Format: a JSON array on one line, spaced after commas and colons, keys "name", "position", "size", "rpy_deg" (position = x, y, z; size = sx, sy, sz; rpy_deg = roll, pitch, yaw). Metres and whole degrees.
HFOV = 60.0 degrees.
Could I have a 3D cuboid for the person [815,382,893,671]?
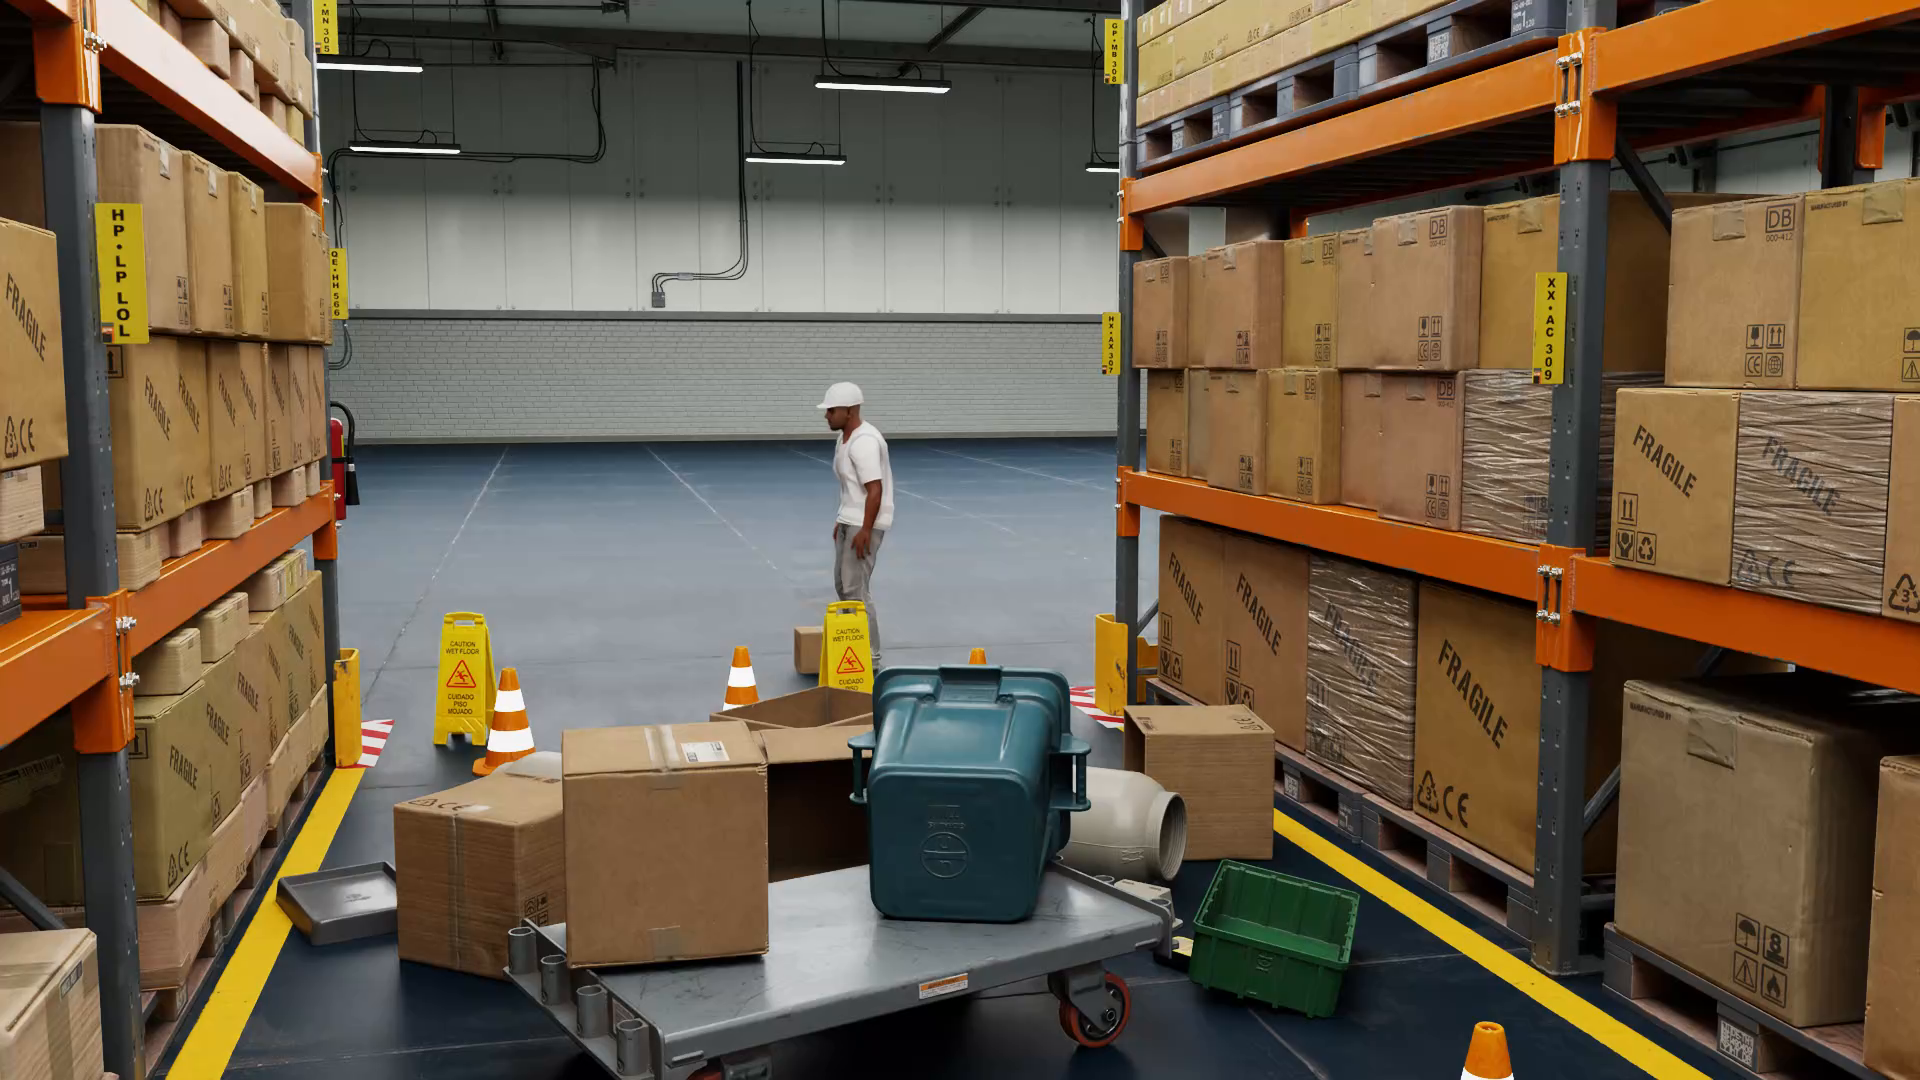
[{"name": "person", "position": [-0.653, -0.086, 10.179], "size": [0.461, 1.760, 0.626], "rpy_deg": [-1, 6, -14]}]
